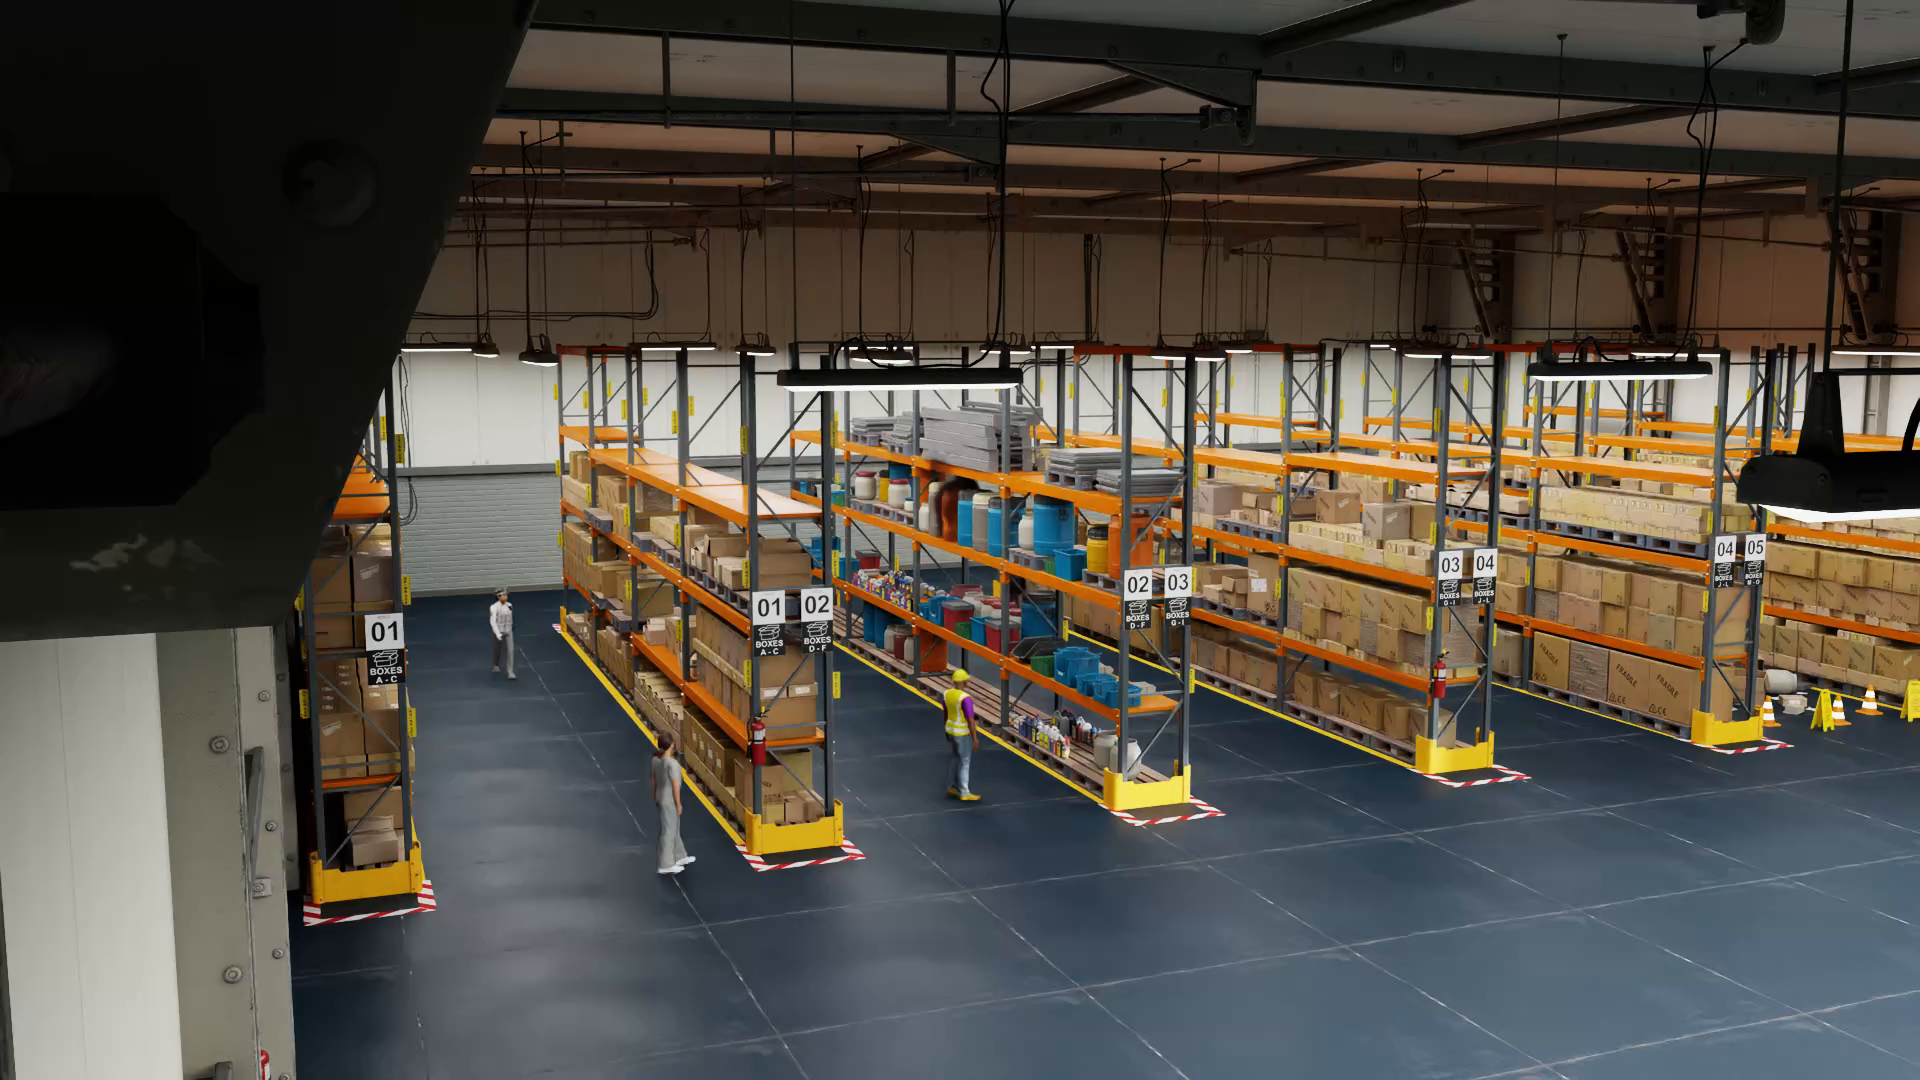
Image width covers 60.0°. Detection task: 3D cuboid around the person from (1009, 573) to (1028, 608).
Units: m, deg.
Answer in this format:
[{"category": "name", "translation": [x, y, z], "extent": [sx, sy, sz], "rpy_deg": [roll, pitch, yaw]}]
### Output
[{"category": "person", "translation": [1.176, 1.110, 34.441], "extent": [0.600, 1.649, 1.063], "rpy_deg": [-2, 7, -14]}]

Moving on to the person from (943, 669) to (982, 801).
[{"category": "person", "translation": [0.024, 2.653, 22.423], "extent": [0.402, 1.843, 0.631], "rpy_deg": [-4, 8, -30]}]

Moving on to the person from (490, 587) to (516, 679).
[{"category": "person", "translation": [-8.333, 1.673, 30.276], "extent": [0.455, 1.643, 0.947], "rpy_deg": [-4, 8, -26]}]

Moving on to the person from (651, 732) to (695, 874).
[{"category": "person", "translation": [-3.319, 3.048, 19.458], "extent": [0.559, 1.672, 0.515], "rpy_deg": [-4, 8, -29]}]
